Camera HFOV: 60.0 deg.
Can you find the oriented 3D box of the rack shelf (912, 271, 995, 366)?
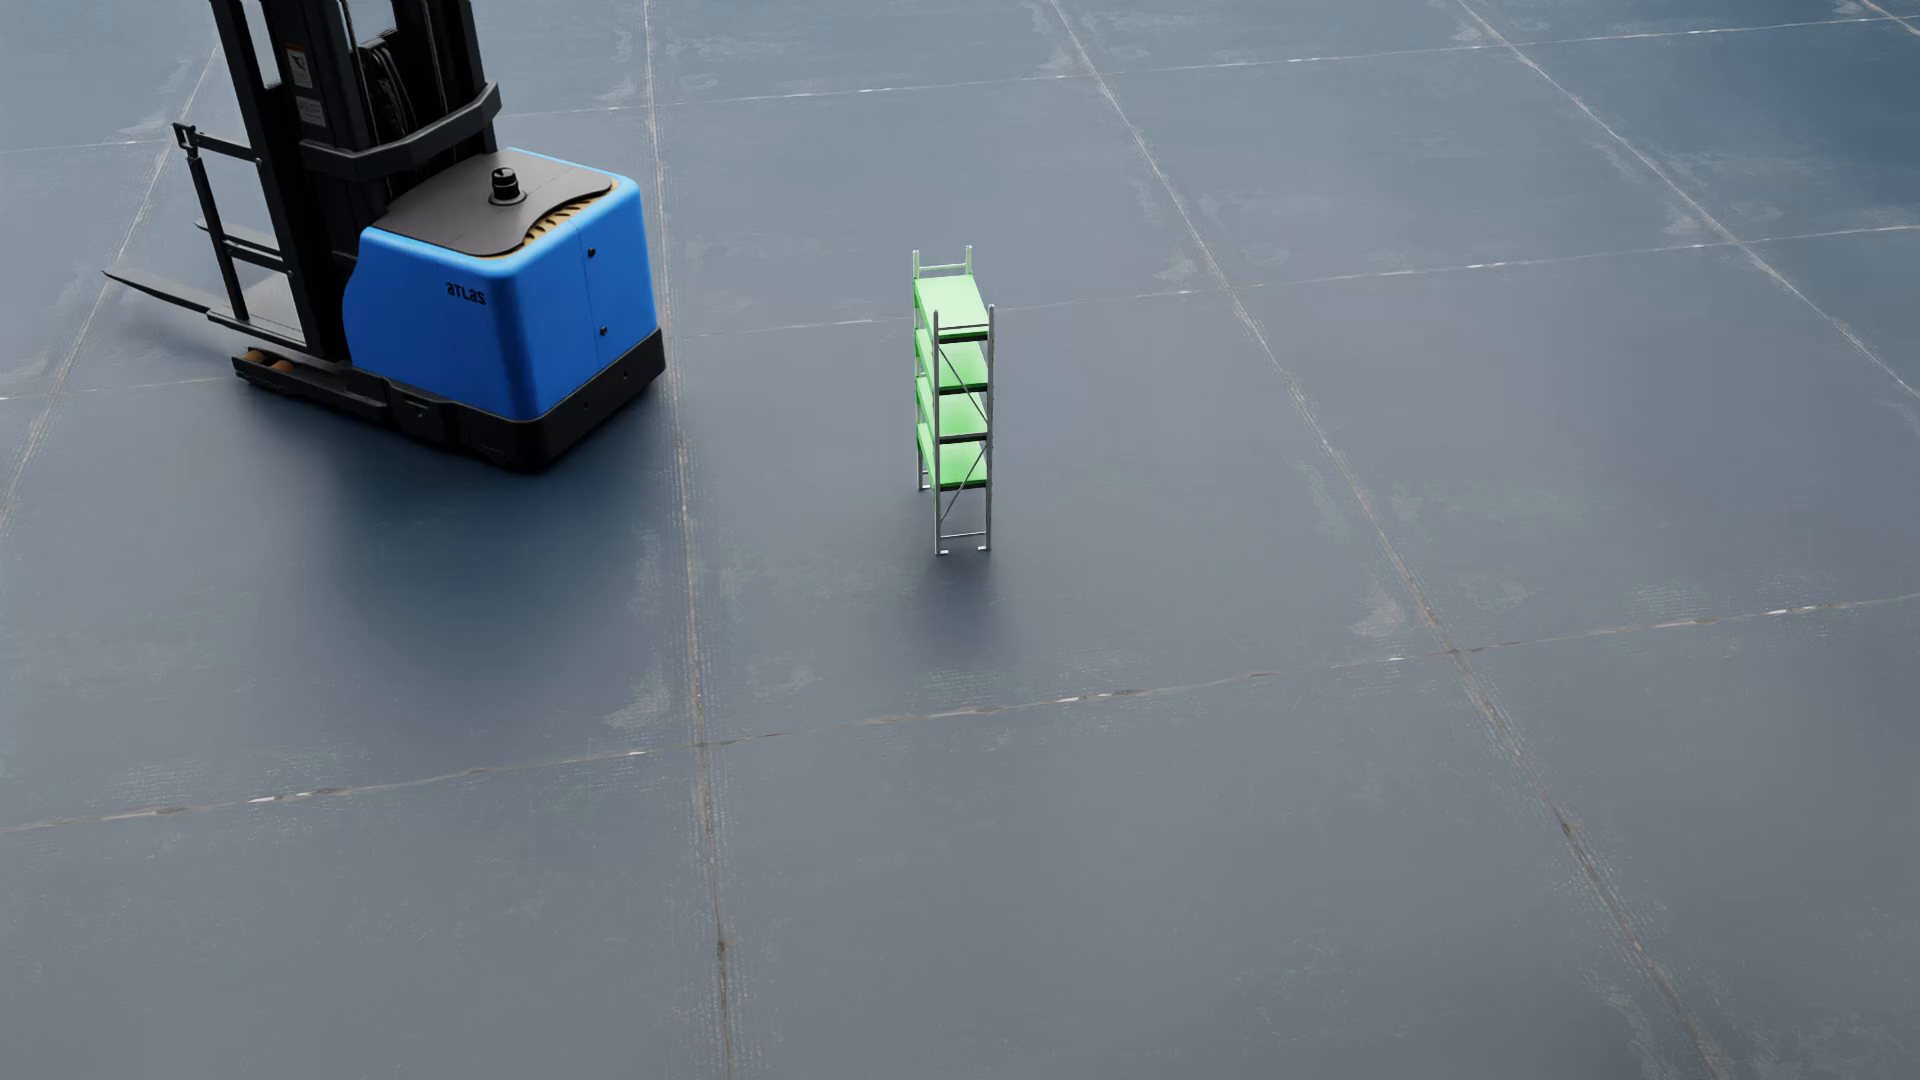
[{"bbox_3d":[-0.029,-0.902,6.755,0.258,0.148,0.480,-6,38,-8],"label":"rack shelf"}]

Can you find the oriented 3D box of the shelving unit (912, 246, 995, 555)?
[{"bbox_3d":[-0.029,-0.574,7.011,0.258,1.200,0.503,-6,38,-8],"label":"shelving unit"}]

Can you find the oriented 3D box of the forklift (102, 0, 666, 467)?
[{"bbox_3d":[-3.001,-2.134,7.608,3.031,2.935,1.130,18,41,22],"label":"forklift"}]

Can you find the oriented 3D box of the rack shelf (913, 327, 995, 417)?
[{"bbox_3d":[-0.029,-0.713,6.903,0.258,0.148,0.480,-6,38,-8],"label":"rack shelf"}]

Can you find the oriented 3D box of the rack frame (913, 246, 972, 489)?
[{"bbox_3d":[-0.072,-0.721,7.200,0.240,1.200,0.015,-6,38,-8],"label":"rack frame"}]

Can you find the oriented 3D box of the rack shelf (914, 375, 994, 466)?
[{"bbox_3d":[-0.029,-0.523,7.050,0.258,0.148,0.480,-6,38,-8],"label":"rack shelf"}]

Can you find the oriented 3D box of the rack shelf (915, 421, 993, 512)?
[{"bbox_3d":[-0.029,-0.334,7.197,0.258,0.148,0.480,-6,38,-8],"label":"rack shelf"}]

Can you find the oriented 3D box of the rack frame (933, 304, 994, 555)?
[{"bbox_3d":[0.014,-0.426,6.821,0.240,1.200,0.015,-6,38,-8],"label":"rack frame"}]
